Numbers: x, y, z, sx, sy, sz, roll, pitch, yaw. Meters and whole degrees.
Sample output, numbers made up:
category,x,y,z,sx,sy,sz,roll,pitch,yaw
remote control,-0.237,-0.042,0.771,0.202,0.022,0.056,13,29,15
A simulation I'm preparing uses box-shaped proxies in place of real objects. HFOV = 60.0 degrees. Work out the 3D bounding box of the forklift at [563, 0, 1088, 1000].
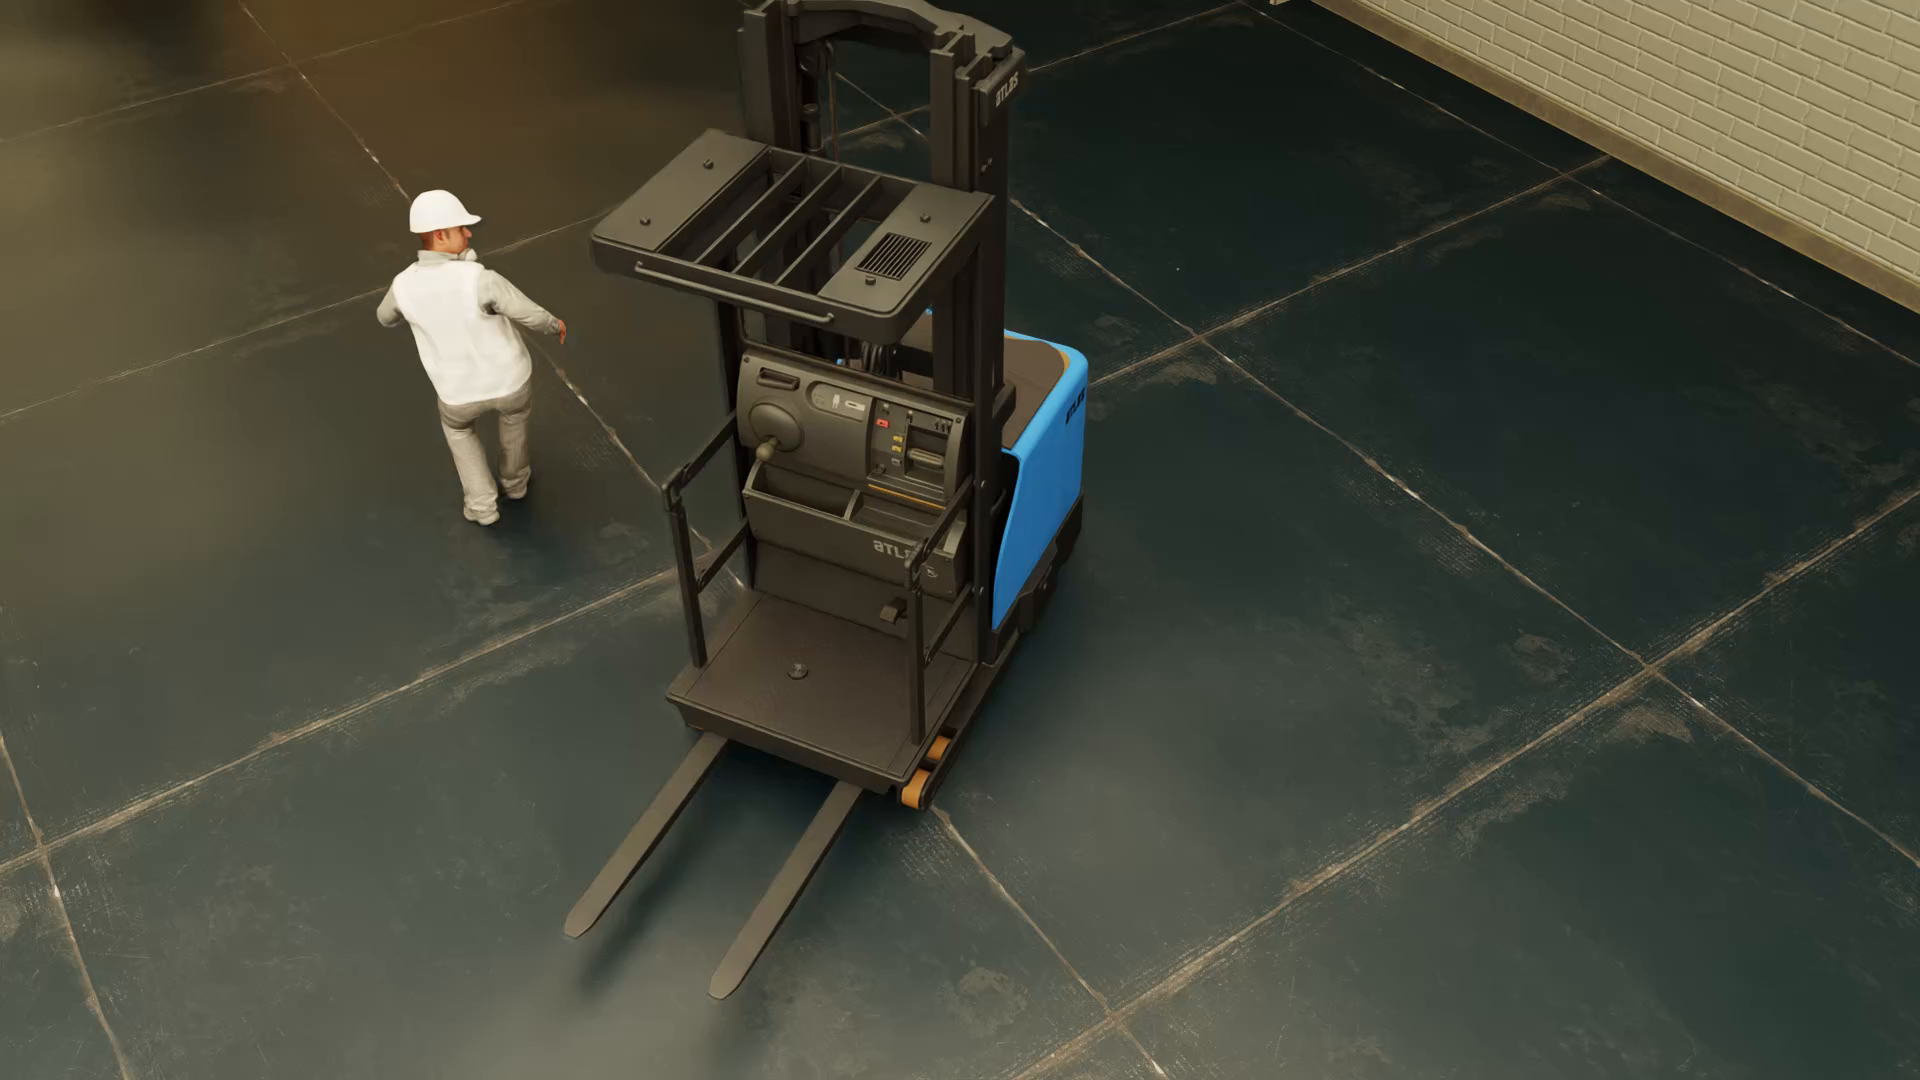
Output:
category,x,y,z,sx,sy,sz,roll,pitch,yaw
forklift,-0.503,-0.334,6.078,1.130,2.935,3.031,17,45,18

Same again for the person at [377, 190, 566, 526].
category,x,y,z,sx,sy,sz,roll,pitch,yaw
person,-2.196,-0.861,7.579,0.798,1.669,0.733,-7,43,-7
